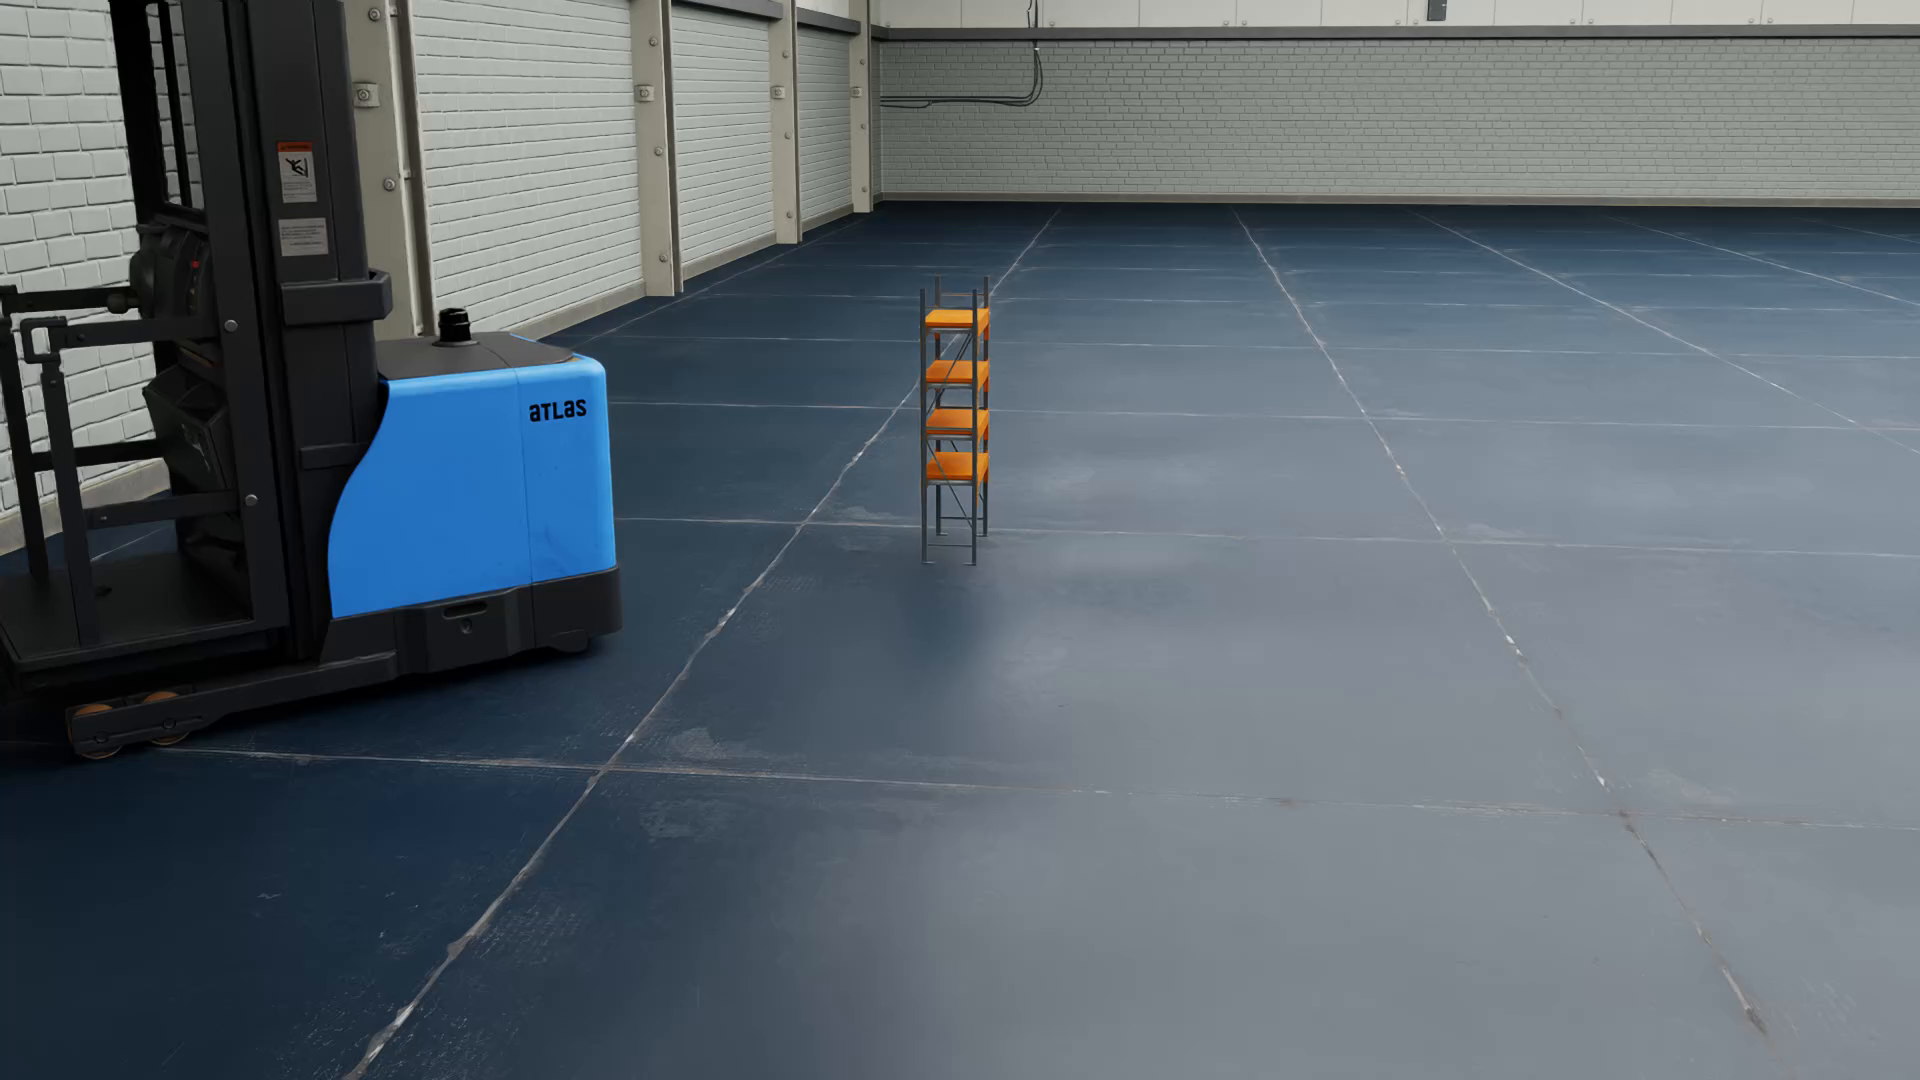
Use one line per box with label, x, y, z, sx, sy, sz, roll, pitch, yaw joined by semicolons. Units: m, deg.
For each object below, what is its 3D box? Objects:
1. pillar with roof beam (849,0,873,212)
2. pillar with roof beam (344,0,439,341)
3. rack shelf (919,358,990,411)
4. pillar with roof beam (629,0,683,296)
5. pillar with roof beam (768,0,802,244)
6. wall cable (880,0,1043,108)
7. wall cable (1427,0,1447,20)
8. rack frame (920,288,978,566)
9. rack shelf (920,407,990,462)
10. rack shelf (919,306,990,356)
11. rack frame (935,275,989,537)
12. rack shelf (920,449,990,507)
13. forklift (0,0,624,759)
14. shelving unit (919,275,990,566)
pillar with roof beam;2.609;-9.840;26.814;9.100;9.000;0.400;2;15;6
pillar with roof beam;0.578;-5.172;9.549;9.100;9.000;0.400;2;15;6
rack shelf;-0.019;-0.687;7.306;0.258;0.148;0.480;2;15;6
pillar with roof beam;1.255;-6.728;15.304;9.100;9.000;0.400;2;15;6
pillar with roof beam;1.932;-8.284;21.059;9.100;9.000;0.400;2;15;6
wall cable;-0.023;-9.193;30.370;3.097;2.526;0.112;2;15;6
wall cable;9.408;-12.050;28.471;2.305;6.003;0.169;2;15;6
rack frame;-0.046;-0.473;7.113;0.240;1.200;0.015;2;15;6
rack shelf;-0.019;-0.471;7.364;0.258;0.148;0.480;2;15;6
rack shelf;-0.019;-0.916;7.244;0.258;0.148;0.480;2;15;6
rack frame;0.009;-0.600;7.581;0.240;1.200;0.015;2;15;6
rack shelf;-0.019;-0.280;7.416;0.258;0.148;0.480;2;15;6
forklift;-2.743;-0.892;5.345;3.031;2.935;1.130;-11;19;-35
shelving unit;-0.019;-0.536;7.347;0.258;1.200;0.503;2;15;6
